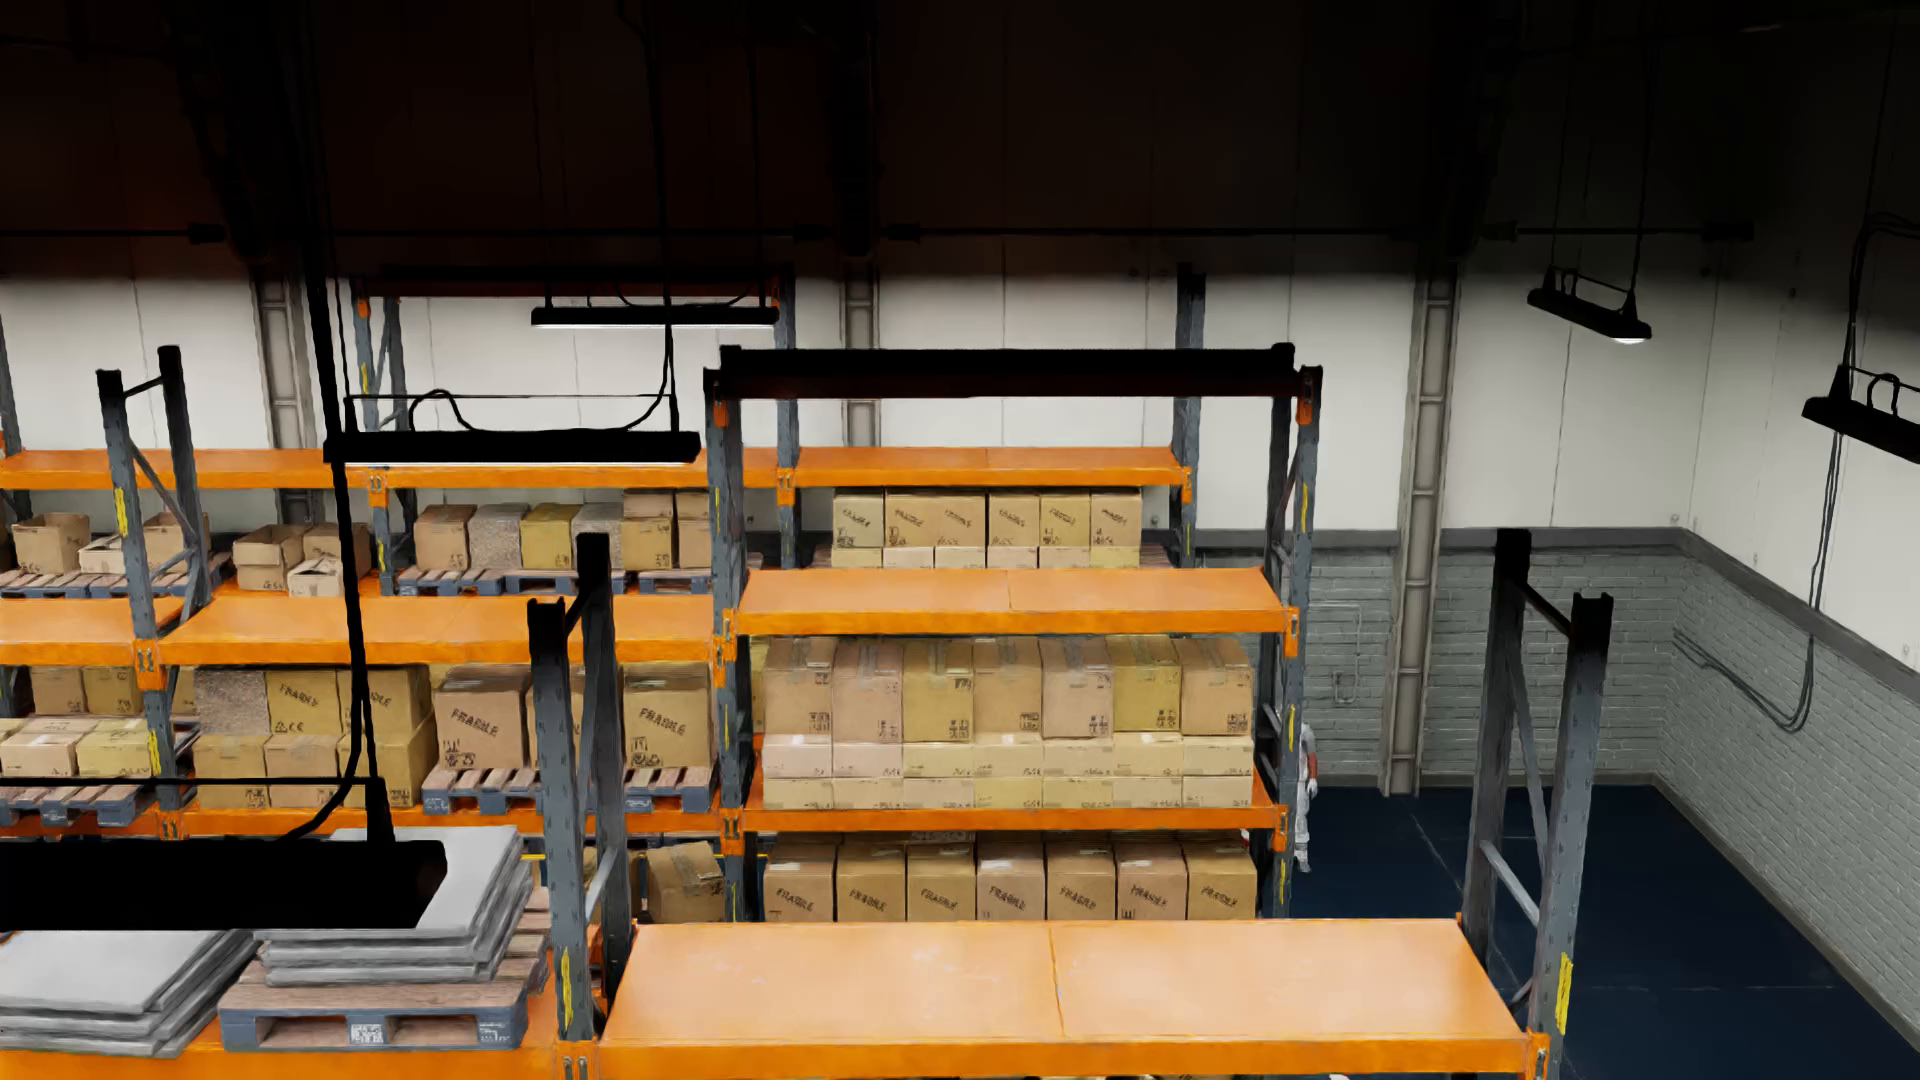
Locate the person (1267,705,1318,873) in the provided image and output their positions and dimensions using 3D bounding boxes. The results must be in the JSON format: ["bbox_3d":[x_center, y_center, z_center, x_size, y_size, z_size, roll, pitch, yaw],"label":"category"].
[{"bbox_3d":[3.374,2.440,16.962,0.715,1.785,0.530,11,20,34],"label":"person"}]

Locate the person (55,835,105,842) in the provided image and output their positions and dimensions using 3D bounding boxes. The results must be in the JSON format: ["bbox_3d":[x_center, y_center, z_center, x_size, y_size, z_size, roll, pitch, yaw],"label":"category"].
[{"bbox_3d":[-8.533,2.812,16.114,0.476,1.641,0.349,-9,18,-27],"label":"person"}]
